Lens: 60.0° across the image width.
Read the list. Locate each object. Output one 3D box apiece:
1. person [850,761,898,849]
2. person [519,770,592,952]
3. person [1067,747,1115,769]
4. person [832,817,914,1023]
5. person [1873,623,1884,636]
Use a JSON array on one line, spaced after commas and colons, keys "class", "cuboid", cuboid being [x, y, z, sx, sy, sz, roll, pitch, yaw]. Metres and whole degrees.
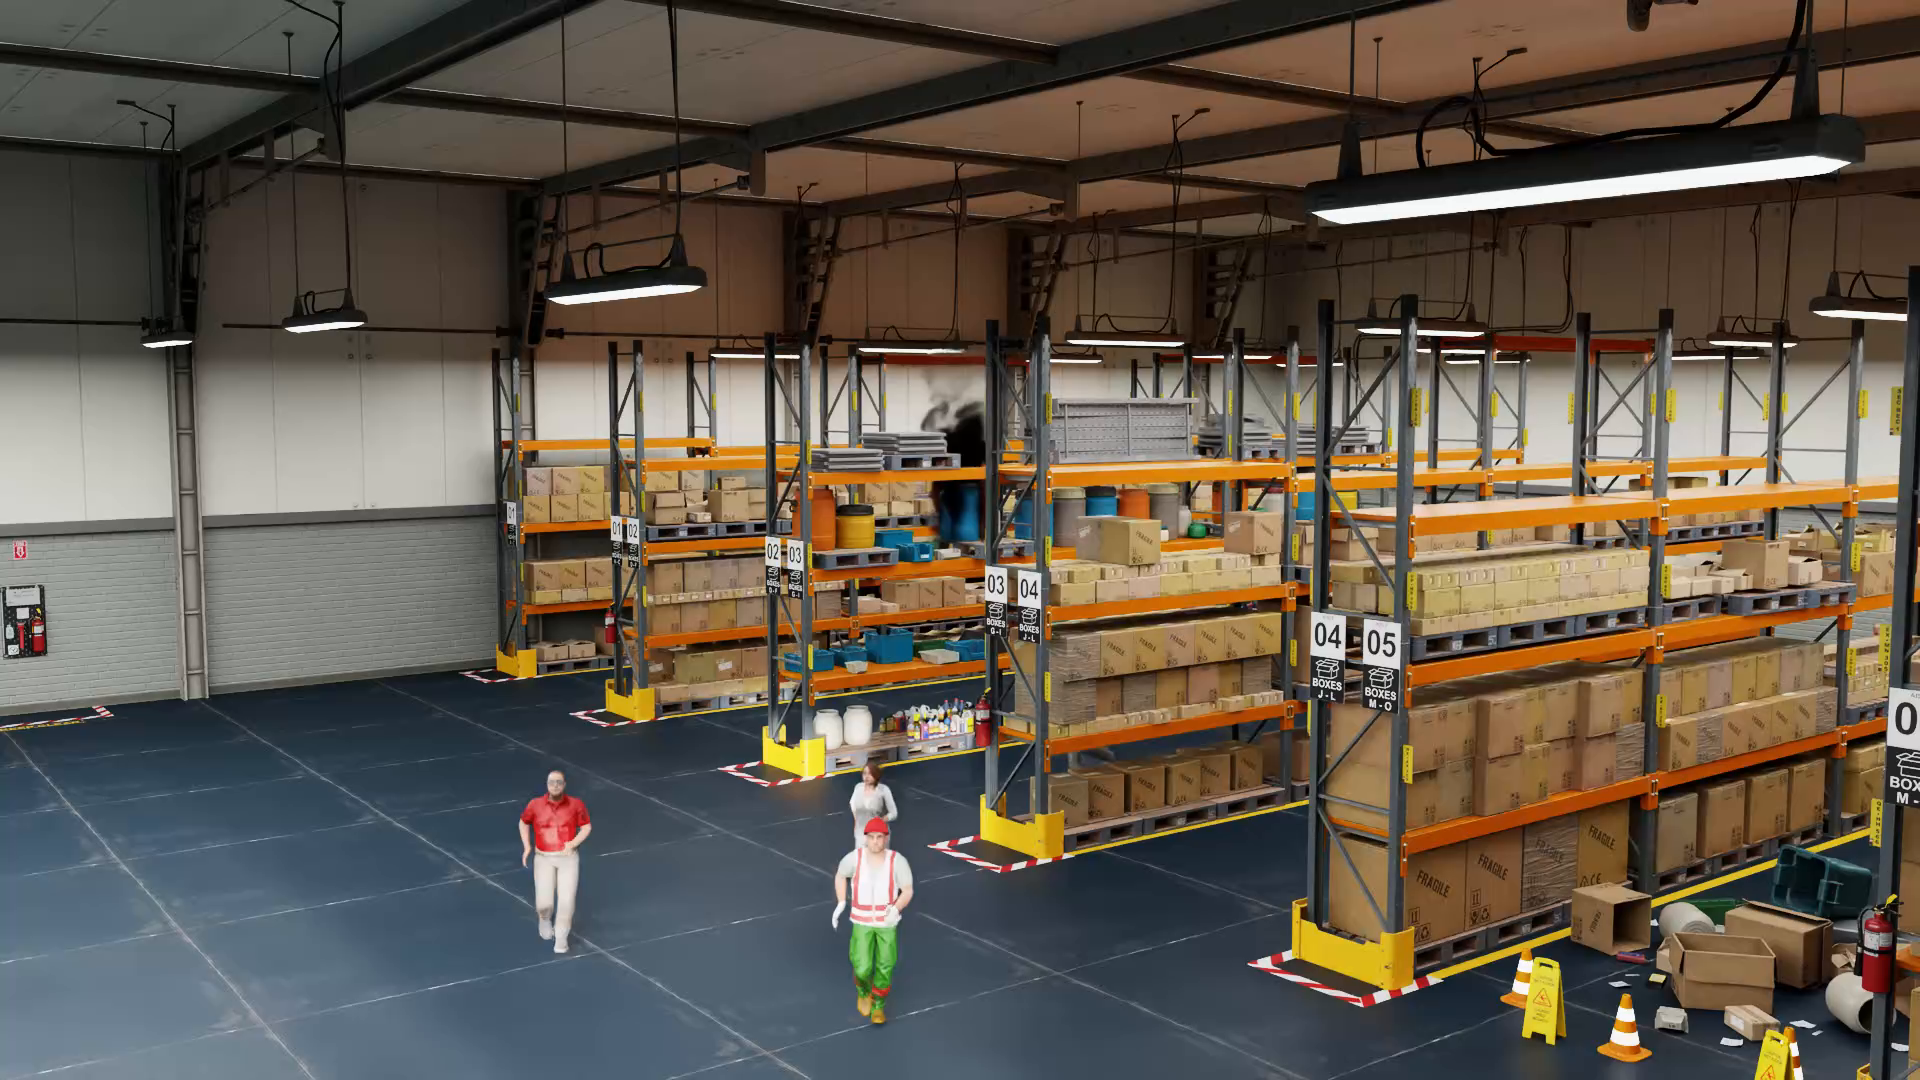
[{"class": "person", "cuboid": [-0.854, 2.957, 16.226, 0.507, 1.620, 0.679, 1, 5, 6]}, {"class": "person", "cuboid": [-3.741, 3.012, 15.381, 0.651, 1.618, 0.590, -1, 5, -13]}, {"class": "person", "cuboid": [1.700, 2.357, 22.133, 0.849, 1.772, 0.673, -4, 6, -39]}, {"class": "person", "cuboid": [-0.706, 3.106, 13.454, 0.662, 1.736, 0.674, 0, 5, -2]}, {"class": "person", "cuboid": [13.715, 2.110, 24.709, 0.926, 1.769, 0.733, -3, 6, -30]}]
